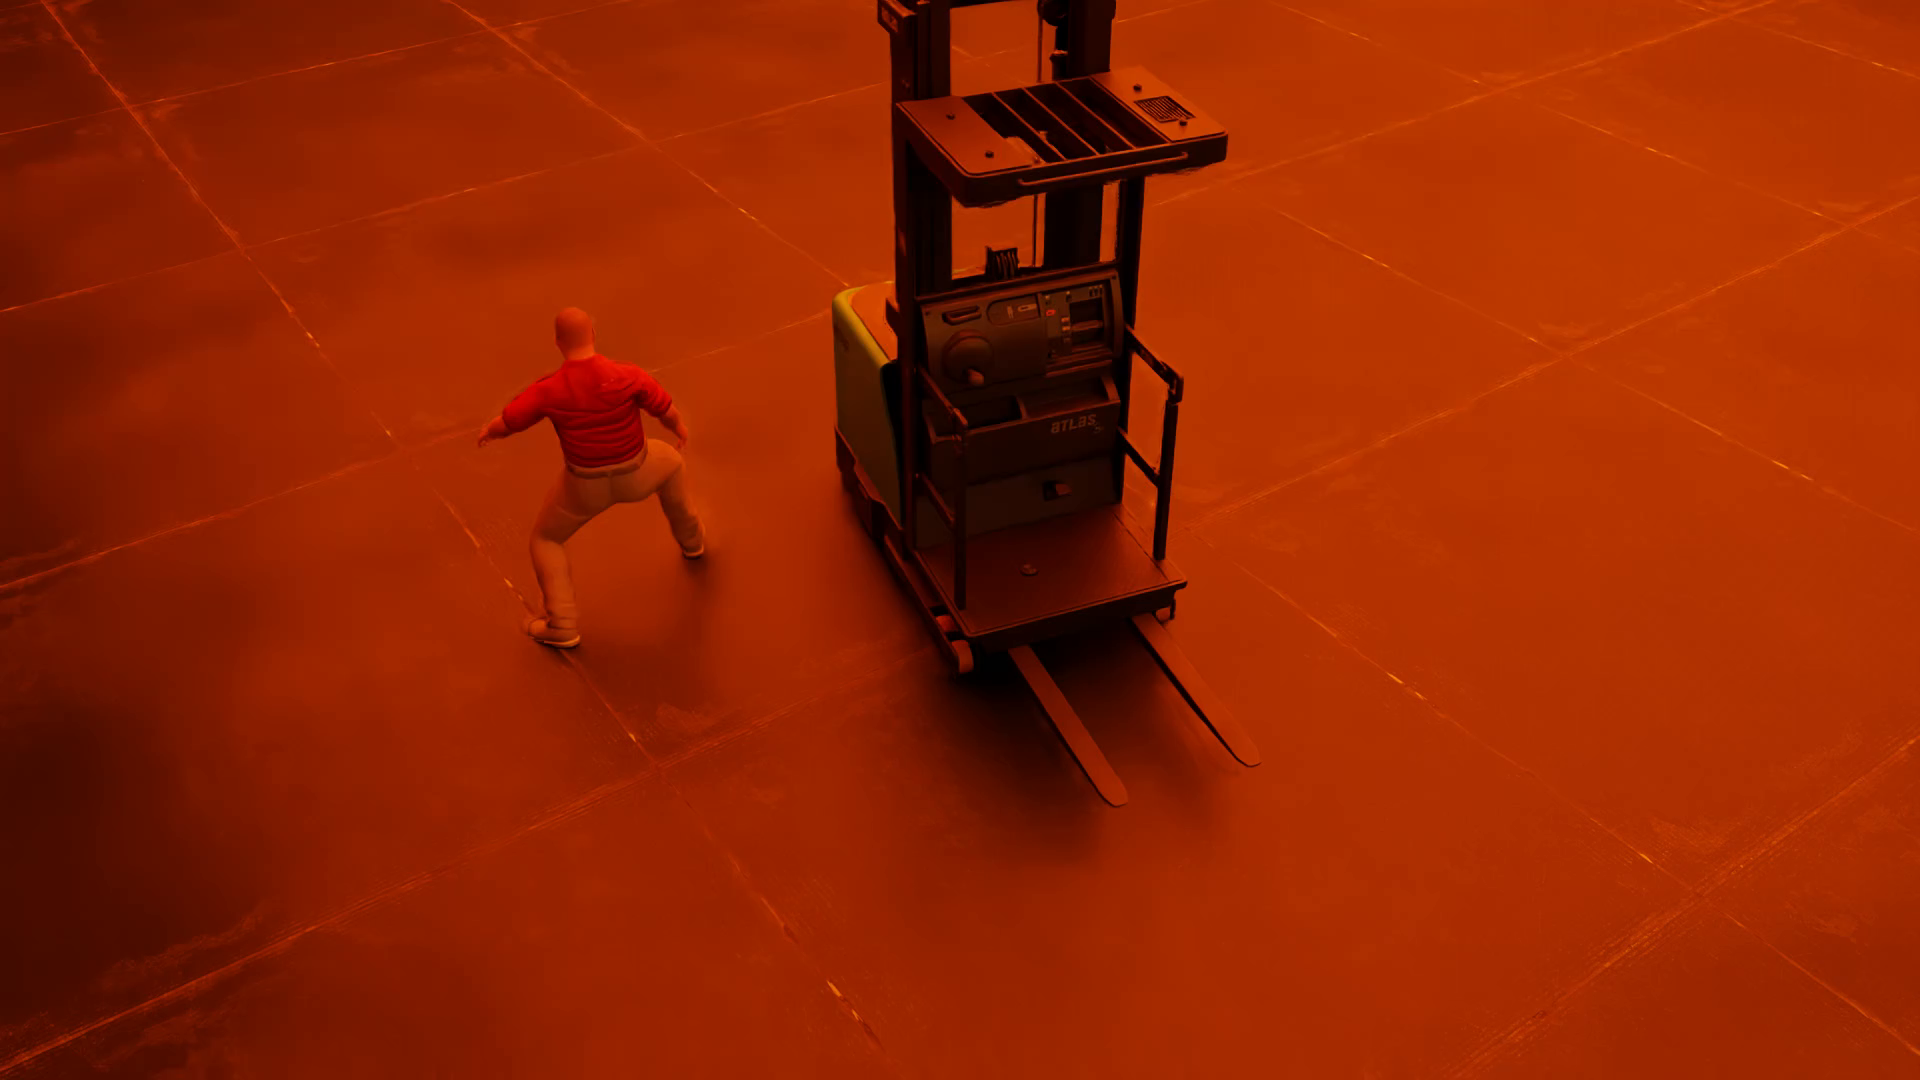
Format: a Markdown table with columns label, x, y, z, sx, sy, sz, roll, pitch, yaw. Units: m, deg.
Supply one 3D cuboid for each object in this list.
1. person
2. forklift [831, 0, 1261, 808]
| label | x | y | z | sx | sy | sz | roll | pitch | yaw |
| --- | --- | --- | --- | --- | --- | --- | --- | --- | --- |
| person | -1.689 | -0.368 | 7.626 | 0.999 | 1.601 | 0.825 | -9 | 37 | -12 |
| forklift | 0.360 | -0.848 | 7.092 | 1.130 | 2.935 | 3.031 | -13 | 39 | -17 |
